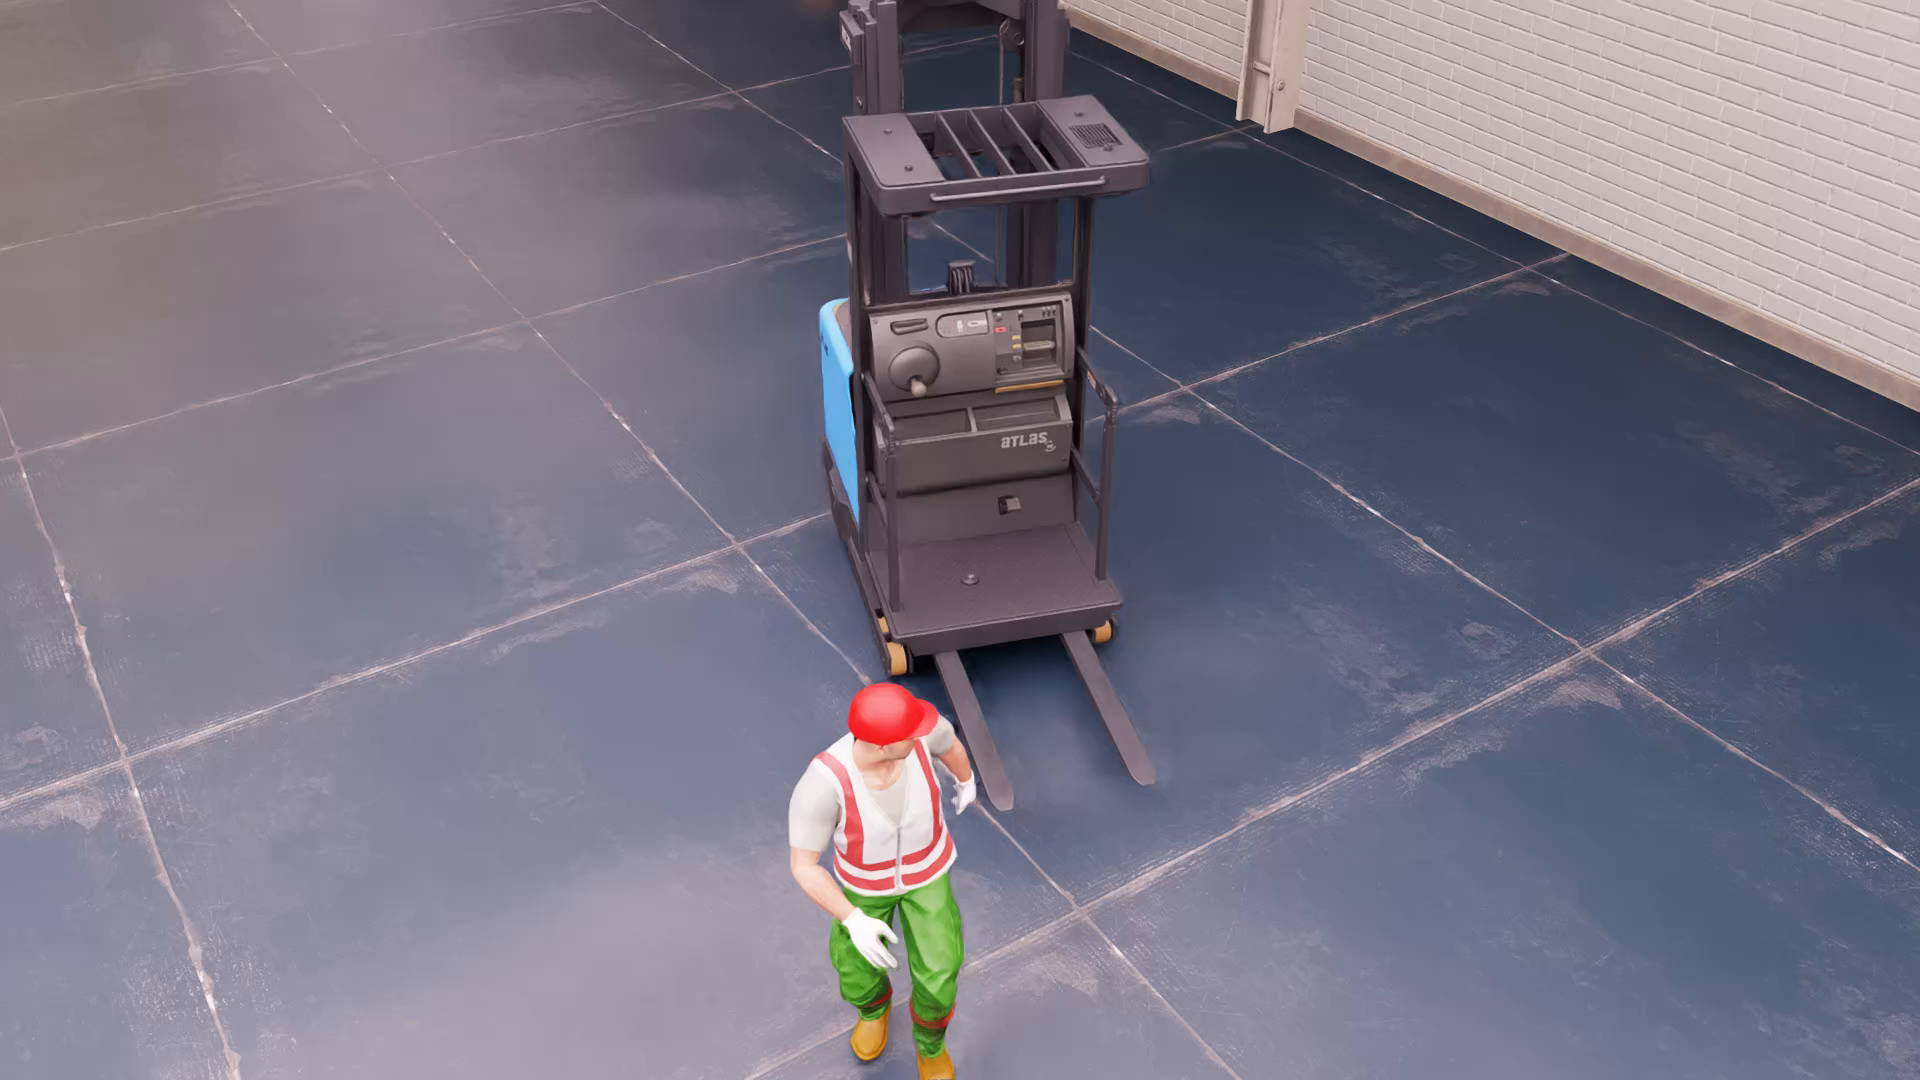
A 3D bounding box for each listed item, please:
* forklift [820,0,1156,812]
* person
[{"bbox_3d":[0.115,-0.808,7.297,1.130,2.935,3.031,-8,36,-12],"label":"forklift"},{"bbox_3d":[-0.230,1.147,5.612,0.673,1.756,0.787,-5,35,-7],"label":"person"}]
